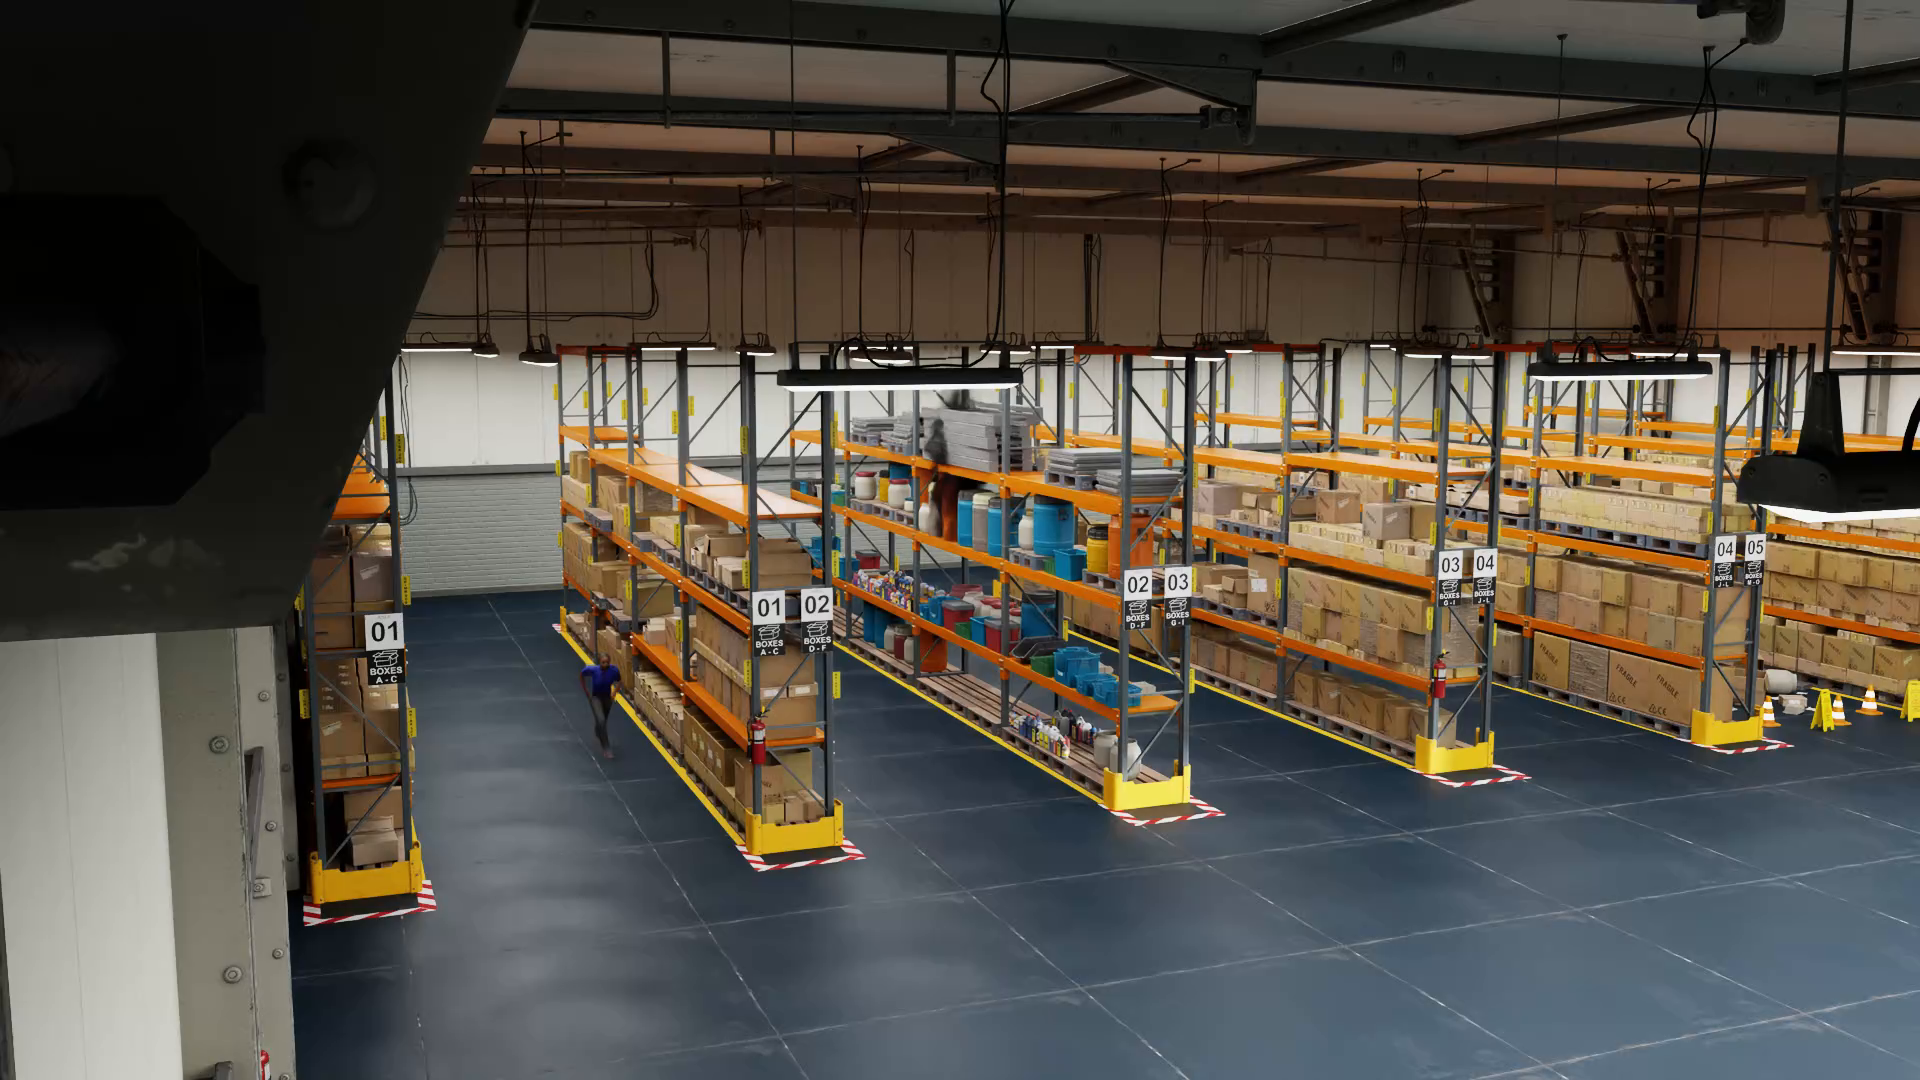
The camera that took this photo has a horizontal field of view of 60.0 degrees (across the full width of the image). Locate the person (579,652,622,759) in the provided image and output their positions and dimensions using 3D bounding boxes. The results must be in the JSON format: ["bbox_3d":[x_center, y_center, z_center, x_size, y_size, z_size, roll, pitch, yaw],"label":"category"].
[{"bbox_3d":[-5.393,2.499,24.937,0.612,1.449,0.978,-3,8,-20],"label":"person"}]
